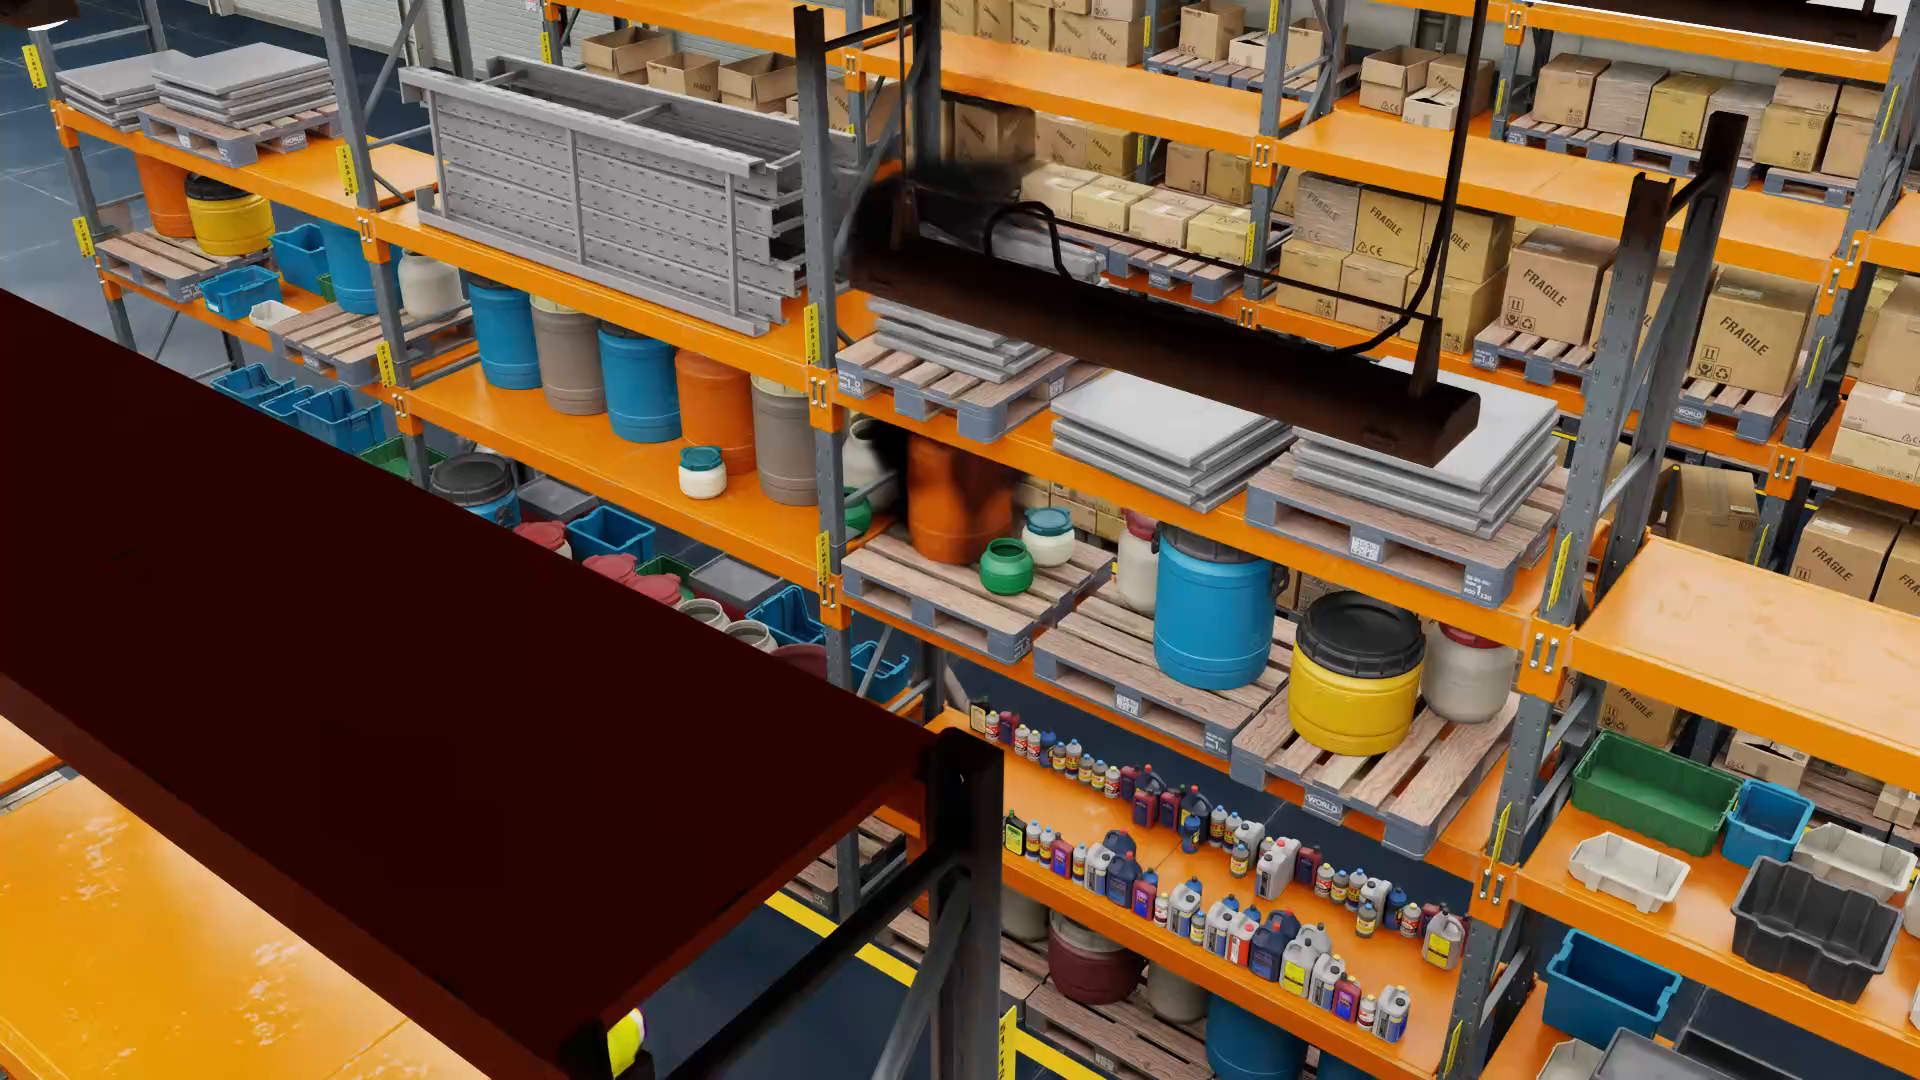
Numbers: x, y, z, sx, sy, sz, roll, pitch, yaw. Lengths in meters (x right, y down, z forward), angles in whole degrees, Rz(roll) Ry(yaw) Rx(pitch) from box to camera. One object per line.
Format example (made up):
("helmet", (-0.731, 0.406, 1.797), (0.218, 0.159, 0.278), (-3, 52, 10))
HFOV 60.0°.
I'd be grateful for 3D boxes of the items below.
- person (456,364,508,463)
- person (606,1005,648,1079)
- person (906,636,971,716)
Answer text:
("person", (-4.256, -0.808, 14.977), (0.633, 1.674, 0.895), (-22, 38, -32))
("person", (-1.830, 2.983, 8.692), (0.738, 1.823, 0.677), (18, 36, 26))
("person", (-0.199, 0.599, 12.602), (0.879, 1.746, 0.653), (23, 38, 33))
